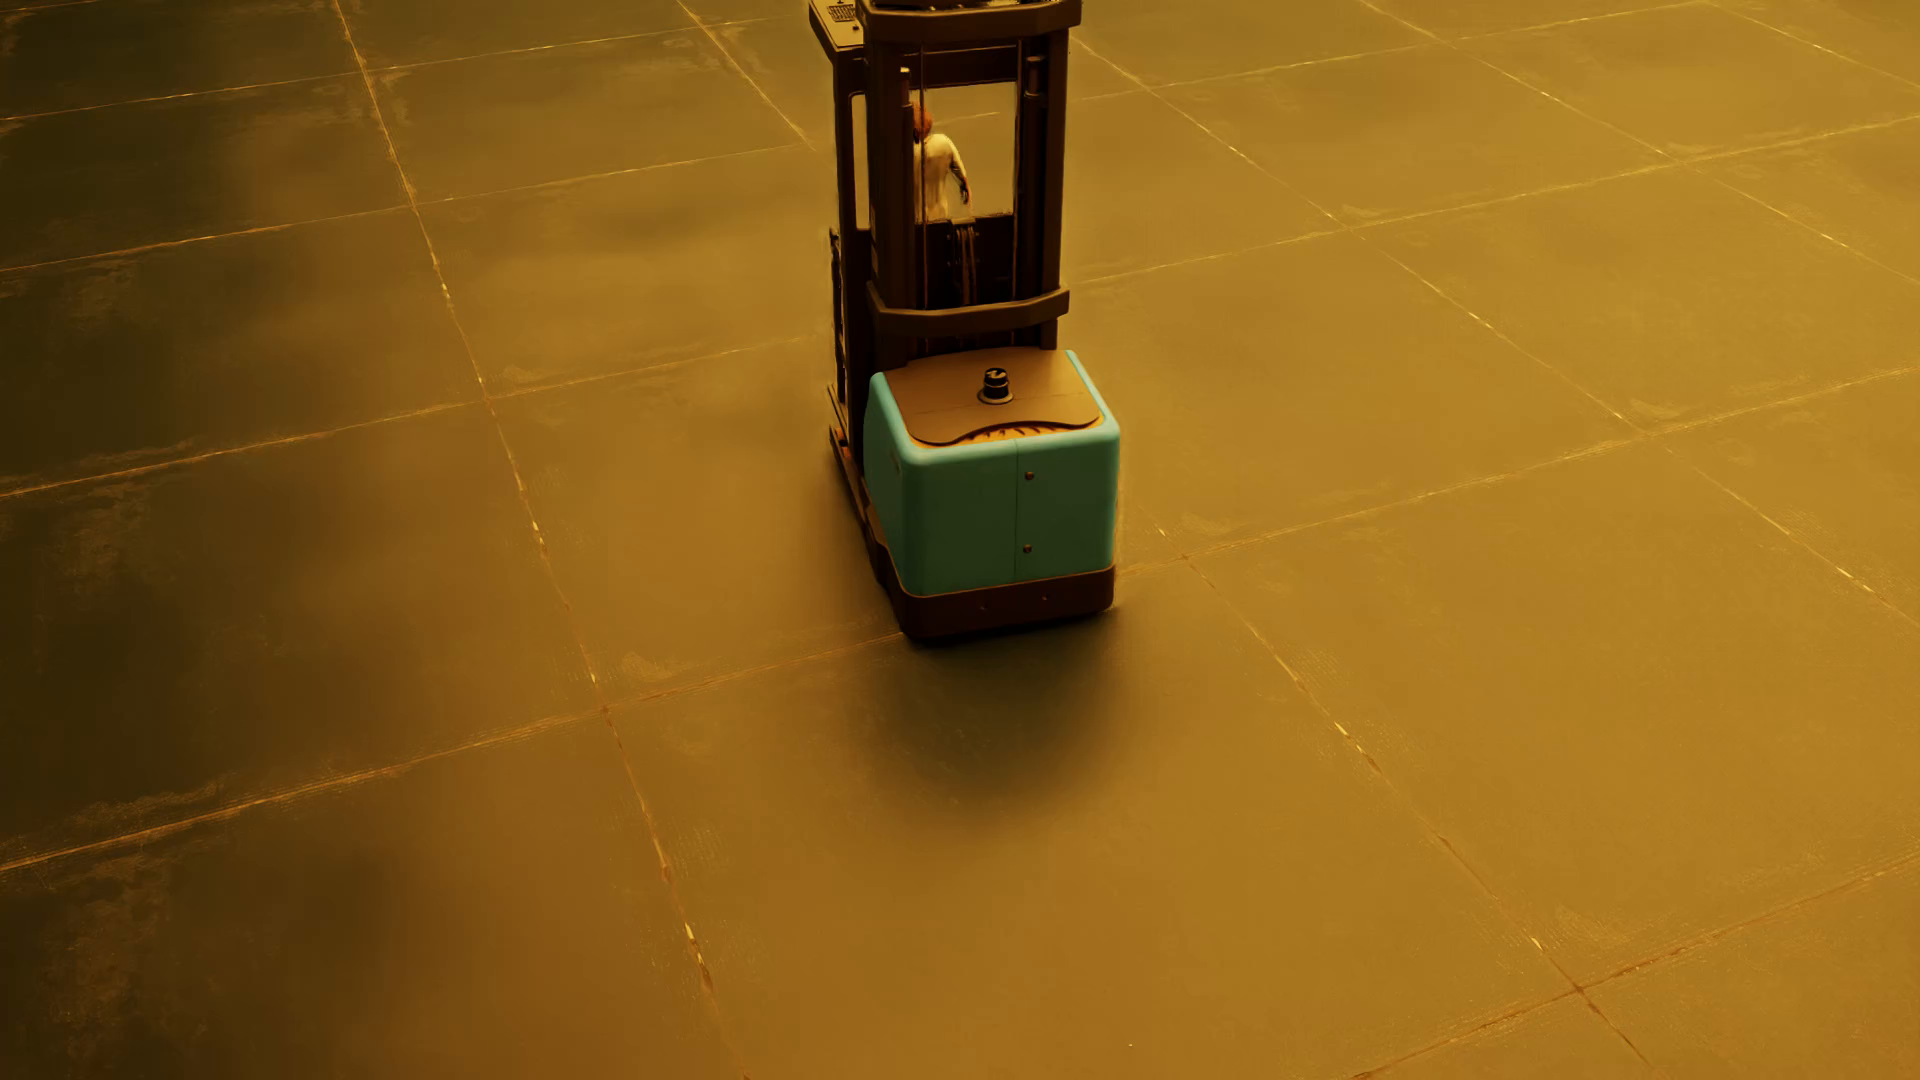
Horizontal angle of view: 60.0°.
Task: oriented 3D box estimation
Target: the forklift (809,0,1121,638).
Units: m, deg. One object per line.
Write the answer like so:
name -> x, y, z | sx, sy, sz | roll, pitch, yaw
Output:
forklift -> -0.099, -1.585, 8.328 | 1.130, 2.935, 3.031 | -8, 36, -11

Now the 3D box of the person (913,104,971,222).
person -> -0.225, -2.007, 10.263 | 0.708, 1.531, 0.770 | -23, 41, -28
